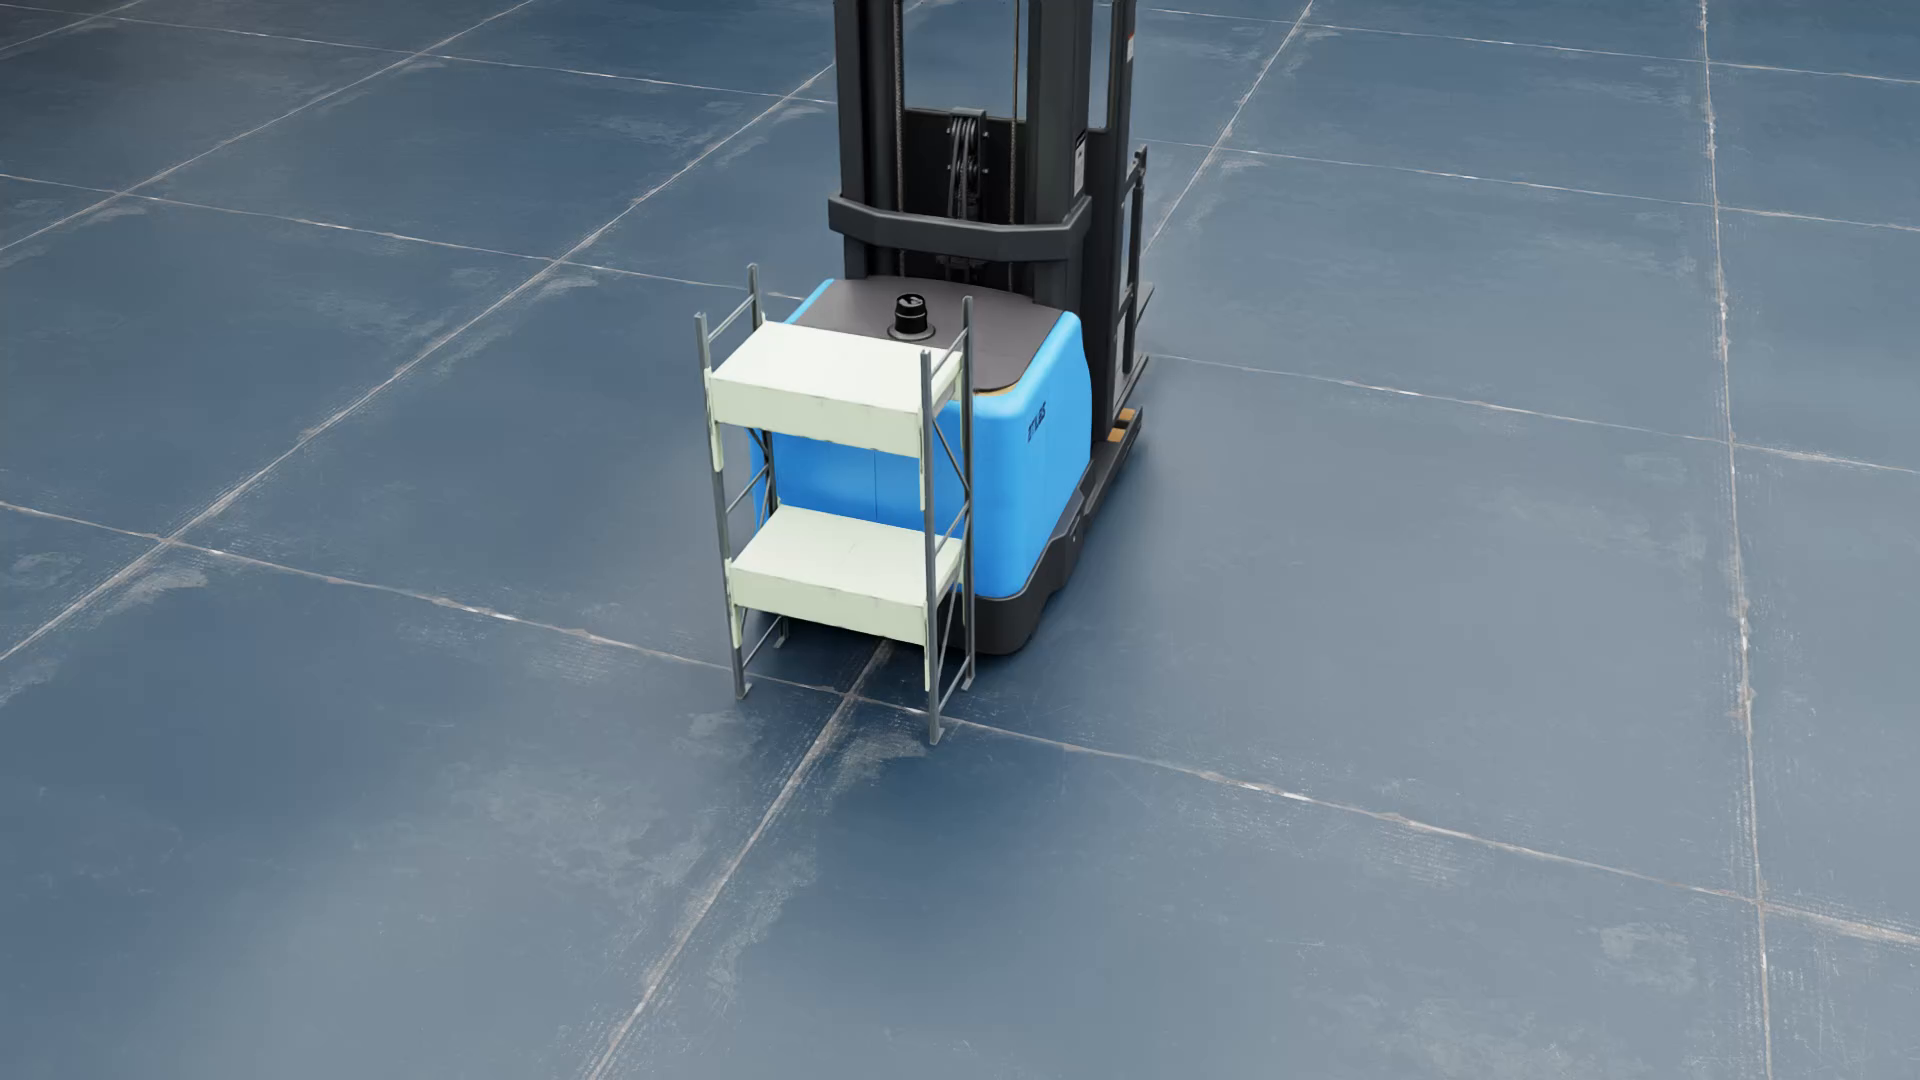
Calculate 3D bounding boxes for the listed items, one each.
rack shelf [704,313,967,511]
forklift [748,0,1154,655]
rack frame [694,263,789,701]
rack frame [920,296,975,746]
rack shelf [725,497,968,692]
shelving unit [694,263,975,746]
[{"bbox_3d":[-0.380,-0.416,5.281,0.720,0.370,0.431,11,36,17],"label":"rack shelf"},{"bbox_3d":[0.176,-1.612,6.544,1.130,2.935,3.031,10,34,15],"label":"forklift"},{"bbox_3d":[-0.720,-0.161,5.606,0.023,1.500,0.400,11,36,17],"label":"rack frame"},{"bbox_3d":[-0.032,-0.026,5.396,0.023,1.500,0.400,11,36,17],"label":"rack frame"},{"bbox_3d":[-0.373,0.176,5.685,0.720,0.370,0.431,11,36,17],"label":"rack shelf"},{"bbox_3d":[-0.376,-0.094,5.501,0.755,1.500,0.431,11,36,17],"label":"shelving unit"}]
